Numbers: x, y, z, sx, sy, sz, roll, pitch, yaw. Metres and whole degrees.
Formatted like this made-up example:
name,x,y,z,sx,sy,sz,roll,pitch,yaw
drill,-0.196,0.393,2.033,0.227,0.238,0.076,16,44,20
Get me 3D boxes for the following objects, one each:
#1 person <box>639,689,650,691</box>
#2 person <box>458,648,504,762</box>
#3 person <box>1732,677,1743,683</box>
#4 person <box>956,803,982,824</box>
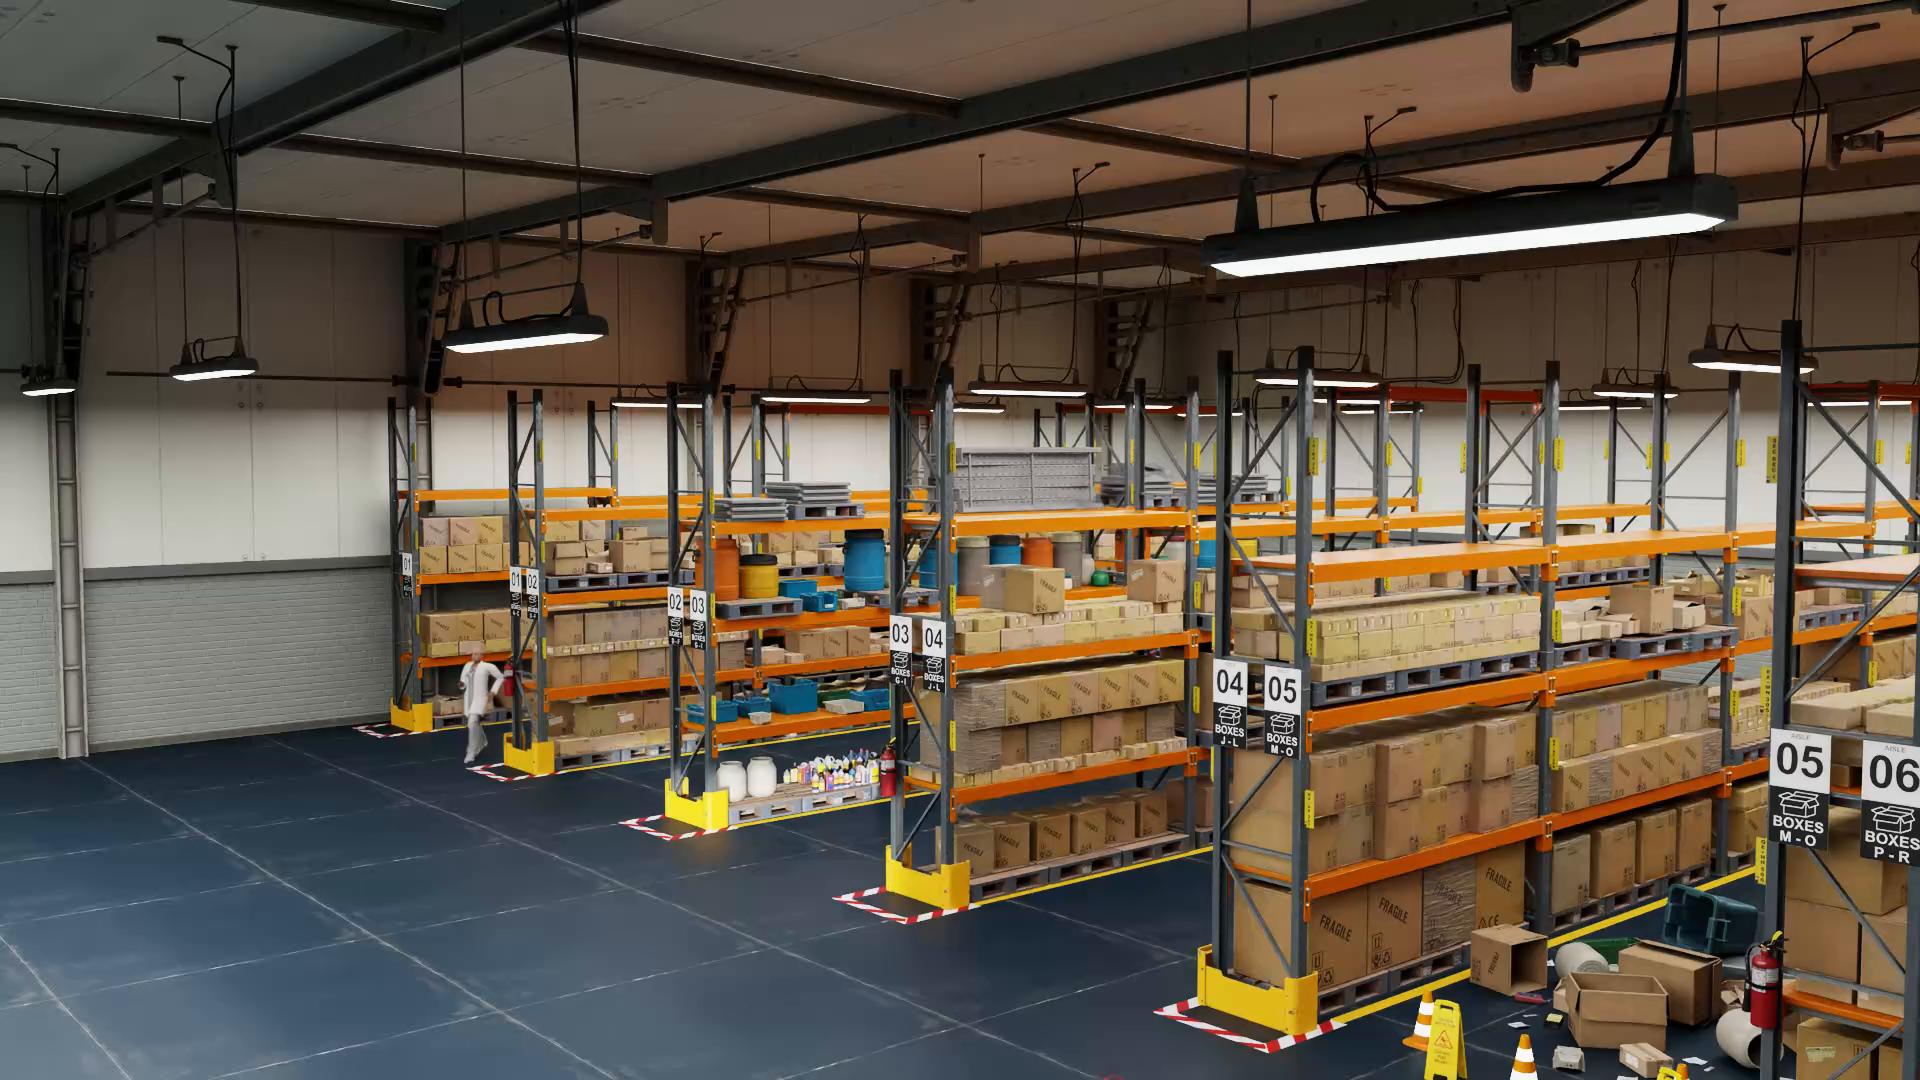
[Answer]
name,x,y,z,sx,sy,sz,roll,pitch,yaw
person,-5.804,2.594,30.156,0.591,1.618,0.576,3,4,39
person,-7.901,2.683,27.265,0.726,1.854,0.801,2,4,24
person,11.729,2.880,25.066,0.715,1.622,0.598,-2,4,-30
person,0.037,3.146,21.282,0.563,1.554,0.555,-3,4,-40
